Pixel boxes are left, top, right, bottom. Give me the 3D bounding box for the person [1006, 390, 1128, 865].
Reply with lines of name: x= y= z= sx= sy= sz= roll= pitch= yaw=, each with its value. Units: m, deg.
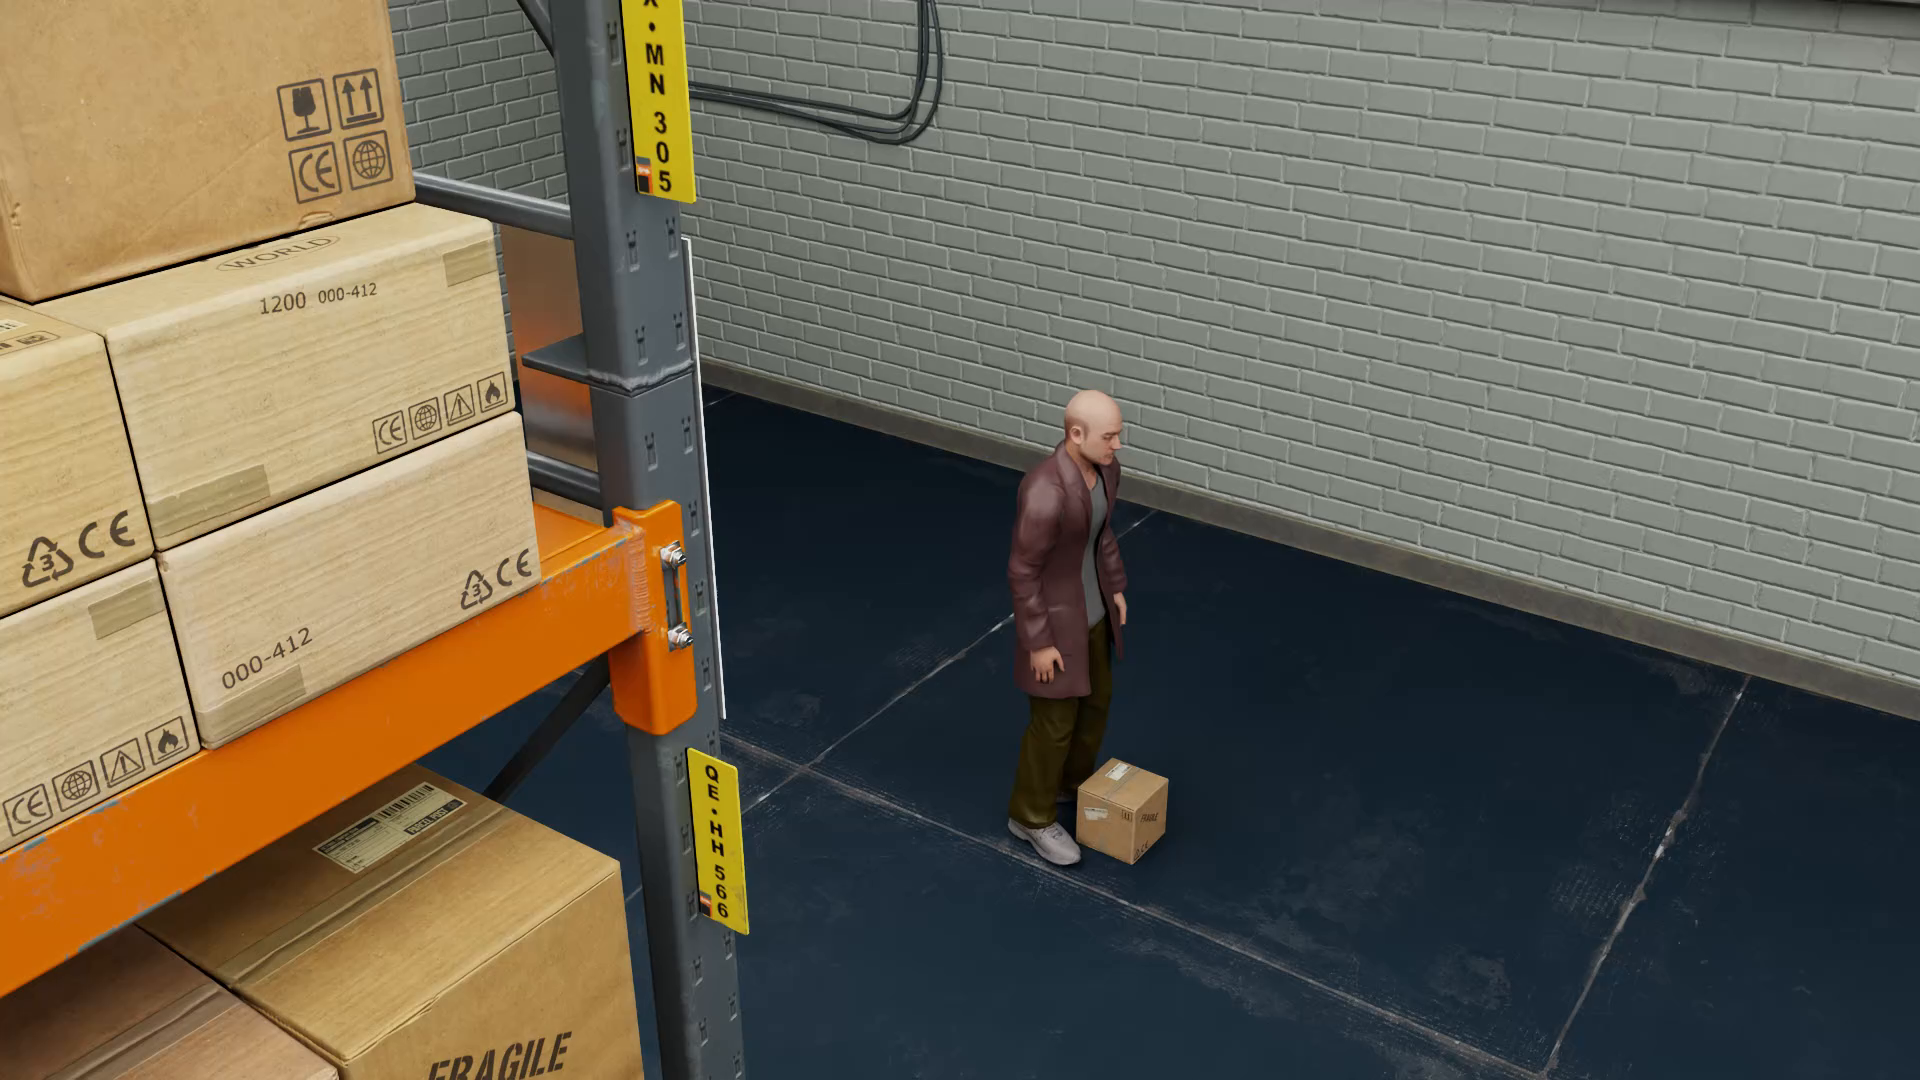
person: x=0.406 y=0.285 z=6.063 sx=0.424 sy=1.774 sz=0.643 roll=17 pitch=31 yaw=31
